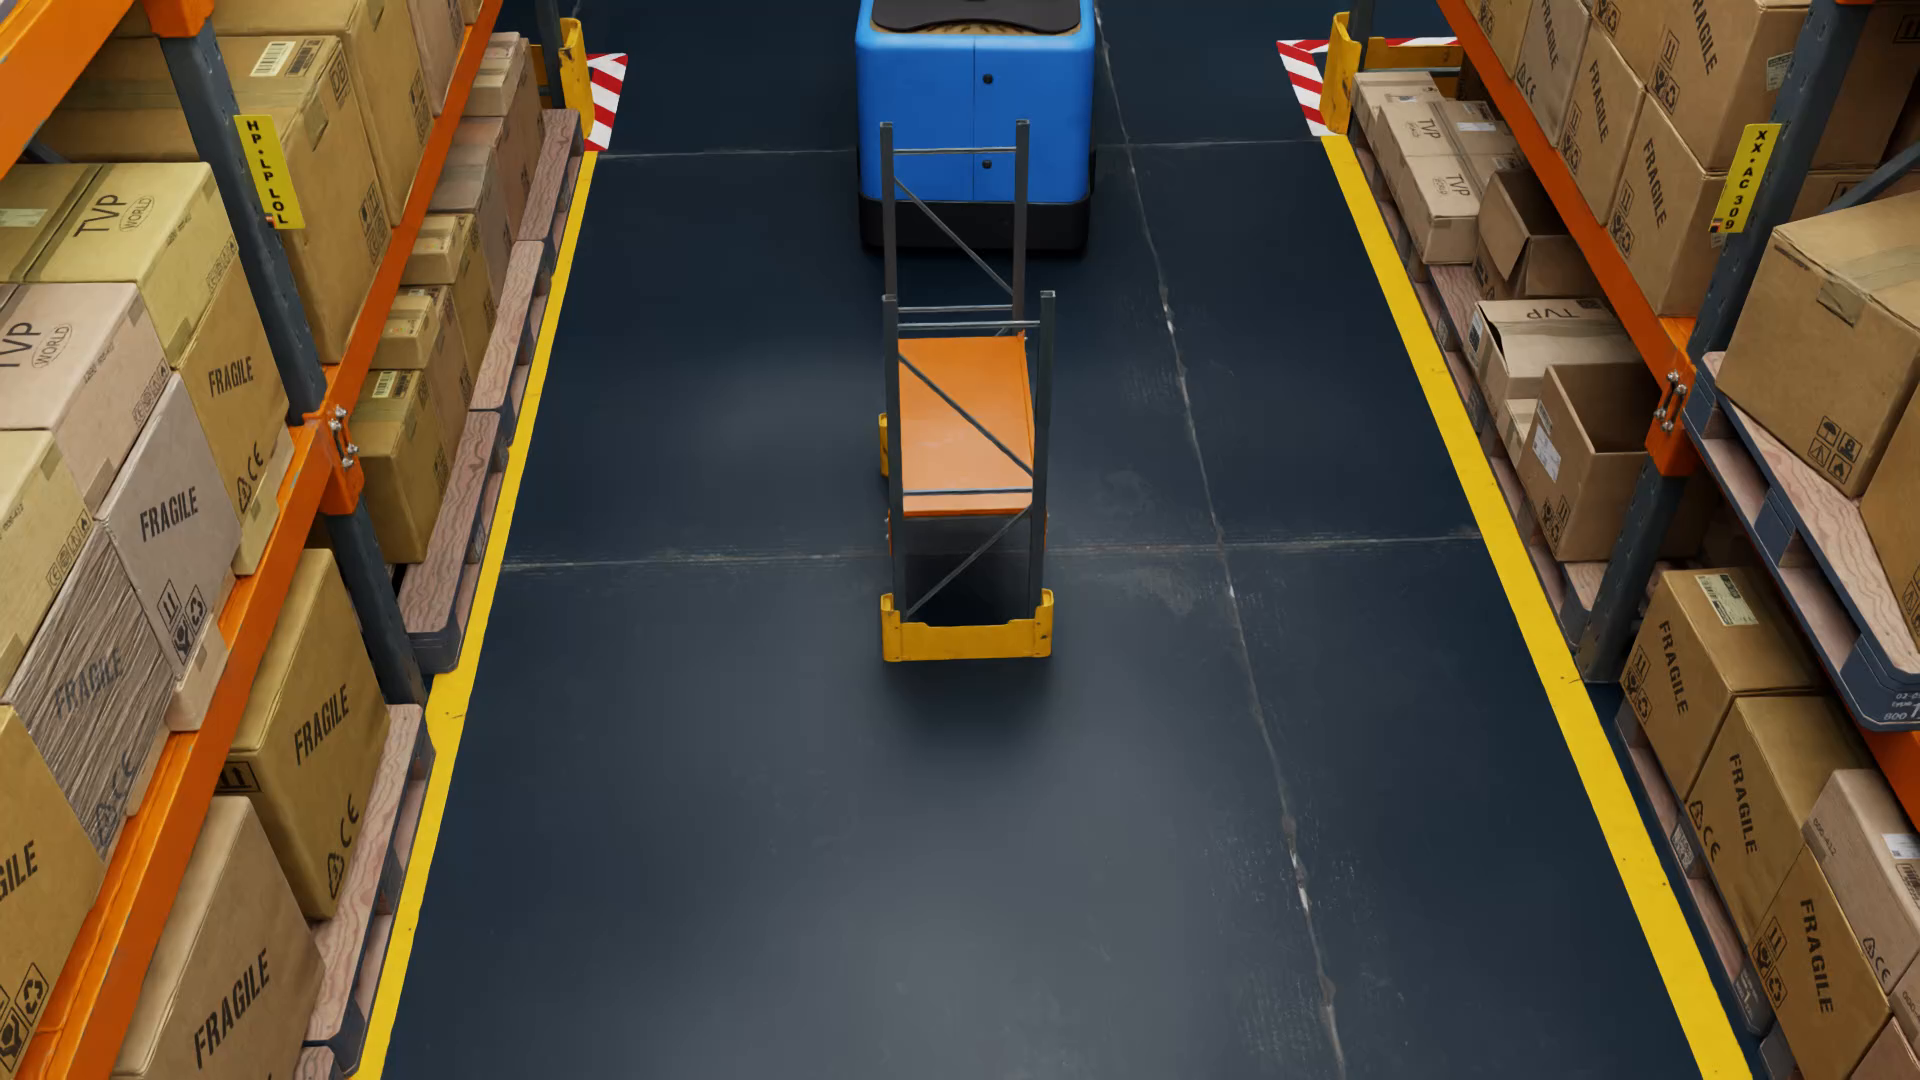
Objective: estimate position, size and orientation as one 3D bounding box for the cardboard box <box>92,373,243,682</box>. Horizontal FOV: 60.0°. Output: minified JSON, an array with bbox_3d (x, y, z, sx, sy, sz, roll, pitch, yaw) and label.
[{"bbox_3d":[-2.007,-0.024,3.748,0.500,0.500,0.500,-1,43,-1],"label":"cardboard box"}]

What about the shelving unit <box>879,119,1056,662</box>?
[{"bbox_3d":[0.003,-0.501,5.687,0.587,1.500,1.083,-2,43,-2],"label":"shelving unit"}]

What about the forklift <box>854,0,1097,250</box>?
[{"bbox_3d":[0.108,-3.383,7.772,1.130,2.935,3.031,1,43,1],"label":"forklift"}]

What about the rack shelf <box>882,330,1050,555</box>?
[{"bbox_3d":[0.004,-0.363,5.802,0.538,0.185,1.000,-2,43,-2],"label":"rack shelf"}]

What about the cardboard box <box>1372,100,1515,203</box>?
[{"bbox_3d":[2.230,-1.800,7.703,0.500,0.250,0.500,-2,43,-2],"label":"cardboard box"}]

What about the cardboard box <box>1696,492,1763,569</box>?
[{"bbox_3d":[2.837,-0.124,5.830,0.500,0.311,0.500,-2,43,-2],"label":"cardboard box"}]

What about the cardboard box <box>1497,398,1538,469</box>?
[{"bbox_3d":[2.255,-0.403,6.254,0.380,0.149,0.250,-2,43,-2],"label":"cardboard box"}]

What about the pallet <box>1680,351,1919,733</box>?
[{"bbox_3d":[2.563,-0.050,4.227,1.003,0.211,1.213,-2,43,-2],"label":"pallet"}]

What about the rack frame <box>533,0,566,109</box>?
[{"bbox_3d":[-2.480,-3.219,7.542,1.000,3.000,0.127,-2,43,-2],"label":"rack frame"}]

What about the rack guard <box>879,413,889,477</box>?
[{"bbox_3d":[-0.018,-0.377,6.476,0.587,0.250,0.087,-2,43,-2],"label":"rack guard"}]

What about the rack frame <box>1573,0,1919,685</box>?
[{"bbox_3d":[2.639,-0.664,4.754,1.000,3.000,0.127,-2,43,-2],"label":"rack frame"}]

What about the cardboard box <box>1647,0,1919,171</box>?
[{"bbox_3d":[2.358,-1.403,4.747,0.500,0.500,0.500,-1,43,-2],"label":"cardboard box"}]

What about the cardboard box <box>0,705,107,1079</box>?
[{"bbox_3d":[-1.968,0.652,3.010,0.500,0.500,0.500,-1,43,-1],"label":"cardboard box"}]

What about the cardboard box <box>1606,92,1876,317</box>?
[{"bbox_3d":[2.361,-1.031,5.081,0.500,0.500,0.500,-1,43,-1],"label":"cardboard box"}]

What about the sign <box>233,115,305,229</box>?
[{"bbox_3d":[-1.769,-0.939,4.256,0.100,0.325,0.005,-2,43,-2],"label":"sign"}]

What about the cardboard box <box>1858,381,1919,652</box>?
[{"bbox_3d":[2.528,-0.067,3.718,0.700,0.500,0.500,5,43,5],"label":"cardboard box"}]

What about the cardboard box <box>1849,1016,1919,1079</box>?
[{"bbox_3d":[2.484,1.468,3.953,0.500,0.500,0.500,-3,43,-3],"label":"cardboard box"}]

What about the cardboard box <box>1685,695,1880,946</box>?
[{"bbox_3d":[2.449,0.789,4.694,0.500,0.500,0.500,-1,43,-1],"label":"cardboard box"}]

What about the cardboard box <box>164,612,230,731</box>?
[{"bbox_3d":[-1.943,0.309,3.864,0.380,0.149,0.250,-2,43,-2],"label":"cardboard box"}]

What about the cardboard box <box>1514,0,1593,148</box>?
[{"bbox_3d":[2.314,-1.725,5.839,0.500,0.500,0.500,-1,43,-1],"label":"cardboard box"}]

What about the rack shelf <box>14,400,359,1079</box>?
[{"bbox_3d":[-2.226,1.096,3.366,1.077,0.370,4.000,-2,43,-2],"label":"rack shelf"}]

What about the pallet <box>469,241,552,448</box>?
[{"bbox_3d":[-2.319,-0.832,7.002,1.003,0.211,1.213,-2,43,-2],"label":"pallet"}]

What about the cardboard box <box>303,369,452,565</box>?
[{"bbox_3d":[-2.240,-0.260,5.853,0.700,0.500,0.500,-1,43,-1],"label":"cardboard box"}]

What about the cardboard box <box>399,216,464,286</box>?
[{"bbox_3d":[-2.094,-1.088,6.276,0.380,0.149,0.250,-3,43,-3],"label":"cardboard box"}]

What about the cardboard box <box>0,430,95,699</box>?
[{"bbox_3d":[-2.001,0.048,3.113,0.500,0.250,0.500,-1,43,-1],"label":"cardboard box"}]

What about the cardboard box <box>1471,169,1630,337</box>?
[{"bbox_3d":[2.554,-1.174,6.833,0.797,0.503,0.637,-2,43,-2],"label":"cardboard box"}]

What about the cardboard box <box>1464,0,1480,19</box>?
[{"bbox_3d":[2.270,-2.407,6.582,0.500,0.500,0.500,-2,43,-2],"label":"cardboard box"}]

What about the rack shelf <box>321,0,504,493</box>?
[{"bbox_3d":[-2.395,-1.604,6.313,1.077,0.370,4.000,-2,43,-2],"label":"rack shelf"}]

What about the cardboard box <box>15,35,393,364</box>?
[{"bbox_3d":[-2.317,-0.996,4.895,0.980,0.700,0.700,-1,43,-1],"label":"cardboard box"}]

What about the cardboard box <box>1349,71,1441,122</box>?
[{"bbox_3d":[2.143,-2.183,8.196,0.380,0.149,0.250,-2,43,-2],"label":"cardboard box"}]

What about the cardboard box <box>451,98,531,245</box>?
[{"bbox_3d":[-2.329,-1.645,7.364,0.700,0.500,0.500,-2,43,-2],"label":"cardboard box"}]

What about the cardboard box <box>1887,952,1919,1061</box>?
[{"bbox_3d":[2.480,1.166,3.727,0.500,0.250,0.500,-2,43,-3],"label":"cardboard box"}]

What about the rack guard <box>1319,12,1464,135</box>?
[{"bbox_3d":[2.472,-2.391,8.489,1.175,0.500,0.348,-2,43,-2],"label":"rack guard"}]

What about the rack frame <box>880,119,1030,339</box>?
[{"bbox_3d":[-0.018,-0.838,6.055,0.500,1.500,0.032,-2,43,-2],"label":"rack frame"}]

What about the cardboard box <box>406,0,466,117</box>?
[{"bbox_3d":[-2.383,-1.980,5.968,0.980,0.700,0.700,-4,43,-4],"label":"cardboard box"}]

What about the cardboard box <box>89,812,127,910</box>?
[{"bbox_3d":[-2.003,0.645,3.497,0.380,0.149,0.250,-3,43,-3],"label":"cardboard box"}]

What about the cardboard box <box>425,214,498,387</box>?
[{"bbox_3d":[-2.277,-0.946,6.601,0.700,0.500,0.500,-1,43,-1],"label":"cardboard box"}]

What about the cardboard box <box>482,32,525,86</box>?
[{"bbox_3d":[-2.163,-2.141,7.425,0.380,0.149,0.250,-2,43,-2],"label":"cardboard box"}]

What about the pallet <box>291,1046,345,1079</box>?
[{"bbox_3d":[-2.148,1.853,4.072,1.003,0.211,1.213,-2,43,-2],"label":"pallet"}]

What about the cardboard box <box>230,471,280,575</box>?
[{"bbox_3d":[-1.979,-0.044,4.249,0.380,0.149,0.250,-1,43,-1],"label":"cardboard box"}]

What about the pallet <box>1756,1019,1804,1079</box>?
[{"bbox_3d":[2.766,1.738,4.198,1.003,0.211,1.213,-2,43,-2],"label":"pallet"}]

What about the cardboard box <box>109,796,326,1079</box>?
[{"bbox_3d":[-2.112,1.154,4.052,0.750,0.750,0.750,0,43,0],"label":"cardboard box"}]

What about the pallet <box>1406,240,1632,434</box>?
[{"bbox_3d":[2.556,-0.925,7.103,1.003,0.211,1.213,-2,43,-2],"label":"pallet"}]

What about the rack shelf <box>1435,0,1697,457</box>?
[{"bbox_3d":[2.554,-1.749,6.470,1.077,0.370,4.000,-2,43,-2],"label":"rack shelf"}]

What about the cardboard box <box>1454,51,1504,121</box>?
[{"bbox_3d":[2.738,-2.245,8.004,0.500,0.500,0.500,-2,43,-2],"label":"cardboard box"}]

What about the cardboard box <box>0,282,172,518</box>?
[{"bbox_3d":[-2.023,-0.296,3.489,0.500,0.250,0.500,-1,43,-1],"label":"cardboard box"}]

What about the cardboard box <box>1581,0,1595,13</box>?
[{"bbox_3d":[2.313,-2.089,5.495,0.500,0.500,0.500,-1,43,-1],"label":"cardboard box"}]

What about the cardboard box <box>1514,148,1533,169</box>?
[{"bbox_3d":[2.748,-1.511,7.387,0.500,0.250,0.500,-2,43,-2],"label":"cardboard box"}]
